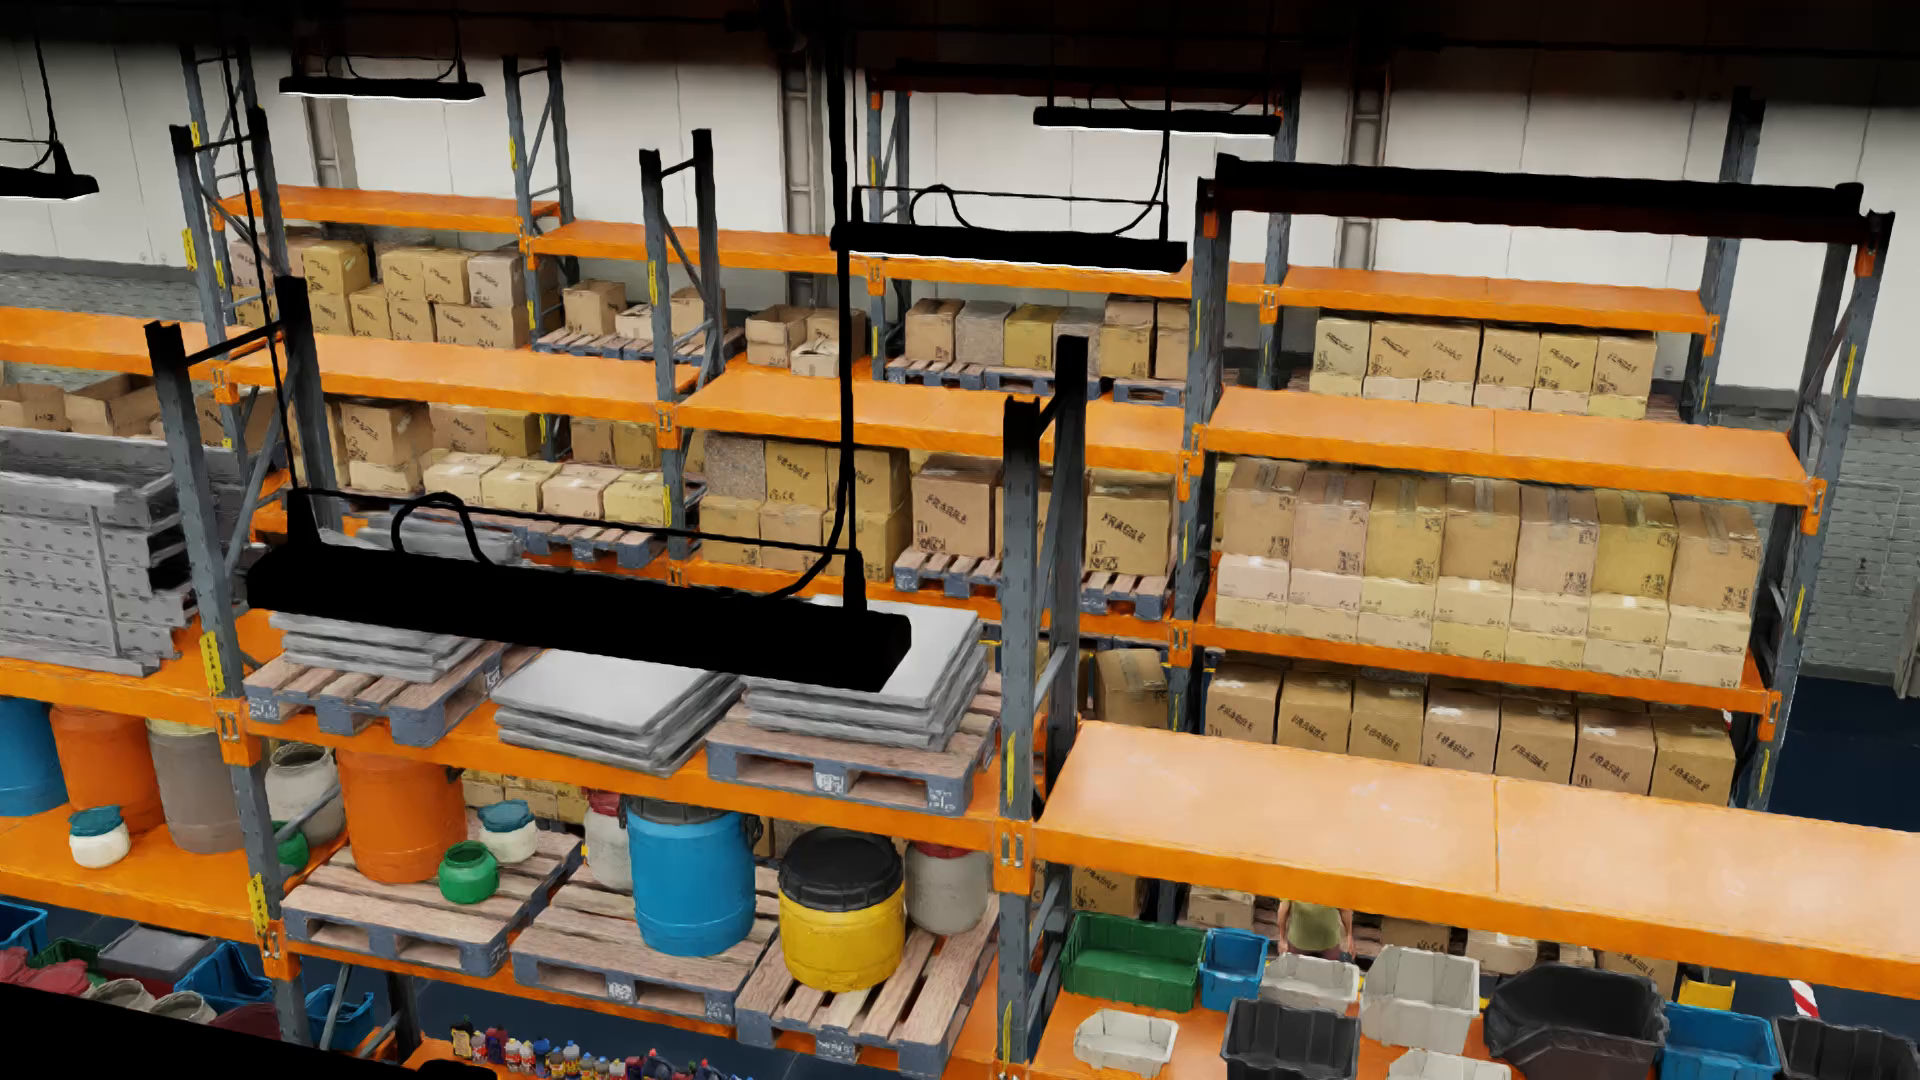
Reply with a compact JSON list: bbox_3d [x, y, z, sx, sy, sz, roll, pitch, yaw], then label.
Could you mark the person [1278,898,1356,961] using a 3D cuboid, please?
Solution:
[{"bbox_3d":[2.491,2.838,11.708,0.590,1.678,0.384,3,23,7],"label":"person"}]
